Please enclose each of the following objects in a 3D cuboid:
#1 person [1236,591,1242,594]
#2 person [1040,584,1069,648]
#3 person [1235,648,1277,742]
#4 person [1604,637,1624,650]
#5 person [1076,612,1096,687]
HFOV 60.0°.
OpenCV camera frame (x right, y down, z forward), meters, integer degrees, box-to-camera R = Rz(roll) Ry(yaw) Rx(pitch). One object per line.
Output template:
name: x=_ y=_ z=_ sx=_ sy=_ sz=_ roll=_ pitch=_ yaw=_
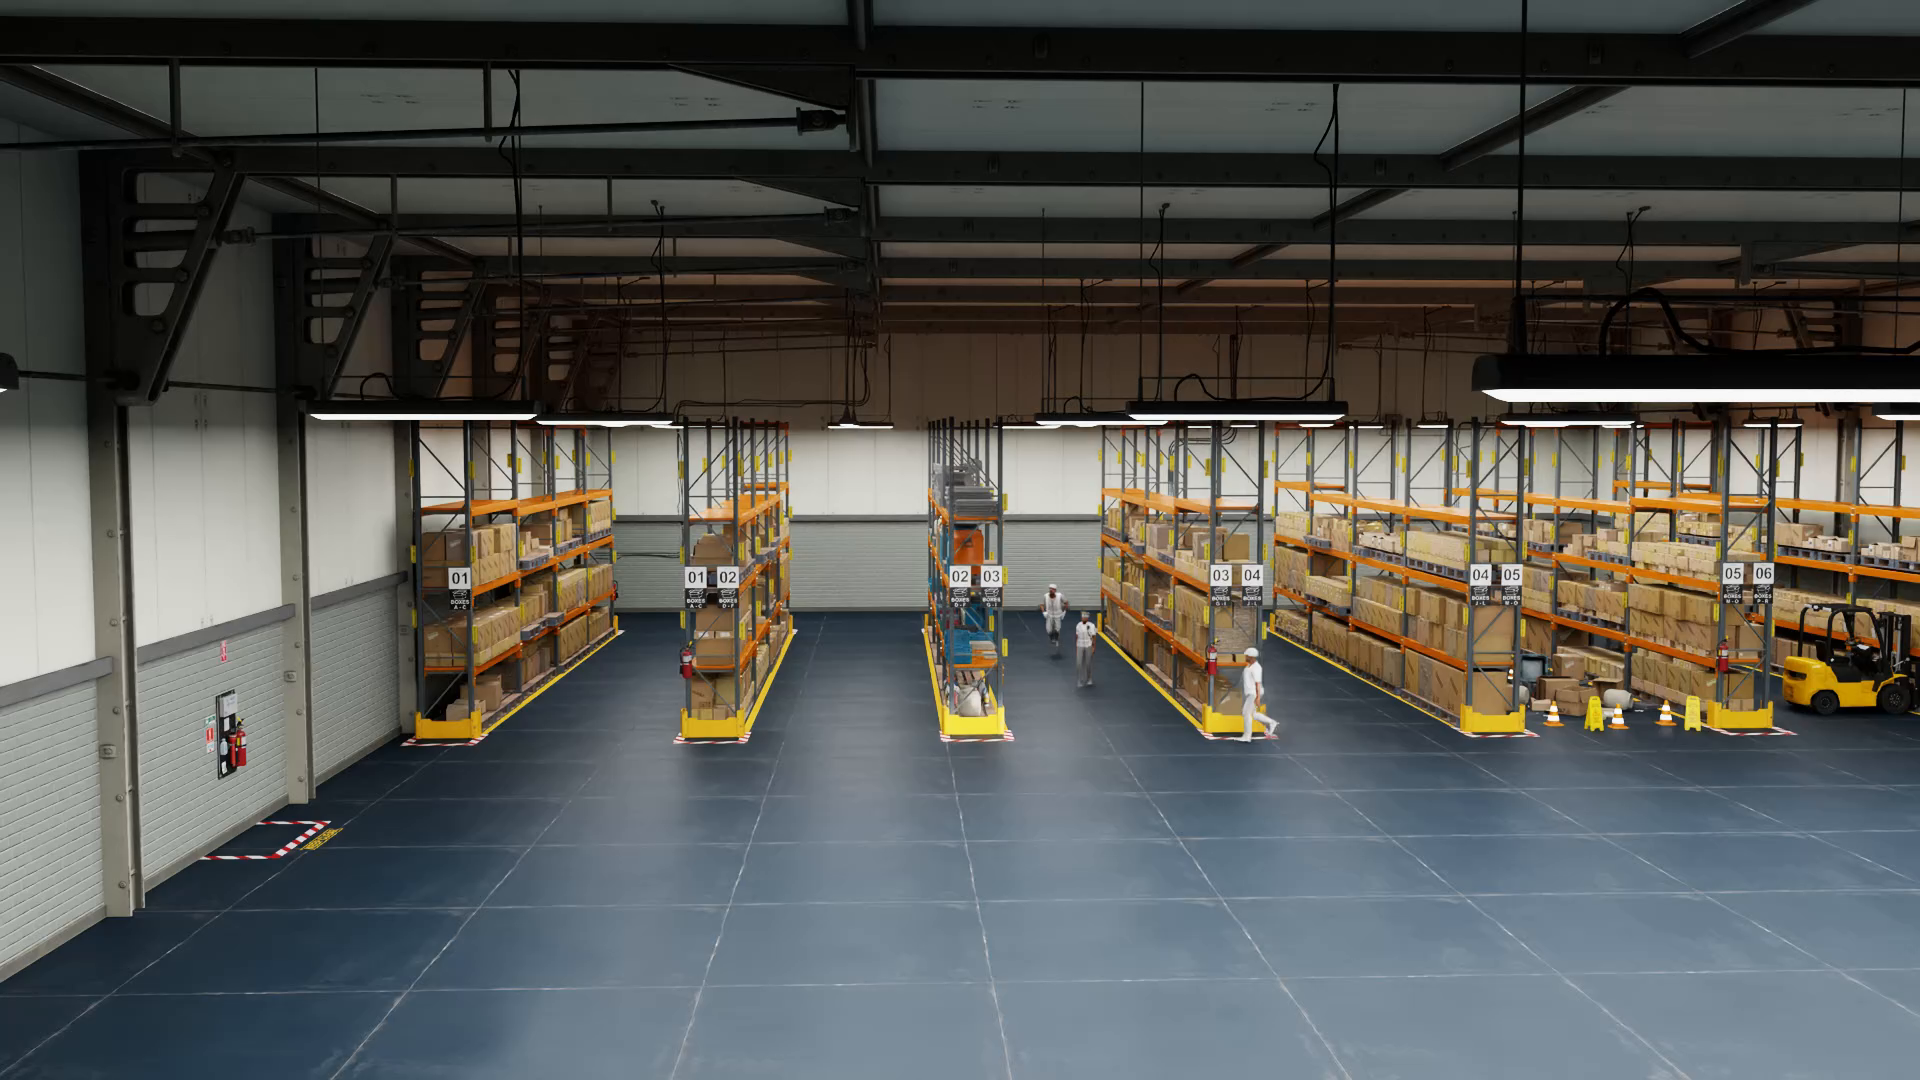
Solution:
person: x=7.803 y=1.765 z=47.700 sx=0.534 sy=1.668 sz=1.068 roll=0 pitch=4 yaw=-5
person: x=2.417 y=1.944 z=42.589 sx=0.728 sy=1.671 sz=0.622 roll=0 pitch=4 yaw=5
person: x=5.483 y=2.846 z=30.693 sx=0.874 sy=1.738 sz=0.603 roll=-1 pitch=4 yaw=-10
person: x=17.172 y=2.086 z=43.502 sx=0.453 sy=1.698 sz=0.553 roll=-1 pitch=4 yaw=-20
person: x=2.832 y=2.466 z=37.459 sx=0.502 sy=1.732 sz=0.521 roll=1 pitch=4 yaw=18
